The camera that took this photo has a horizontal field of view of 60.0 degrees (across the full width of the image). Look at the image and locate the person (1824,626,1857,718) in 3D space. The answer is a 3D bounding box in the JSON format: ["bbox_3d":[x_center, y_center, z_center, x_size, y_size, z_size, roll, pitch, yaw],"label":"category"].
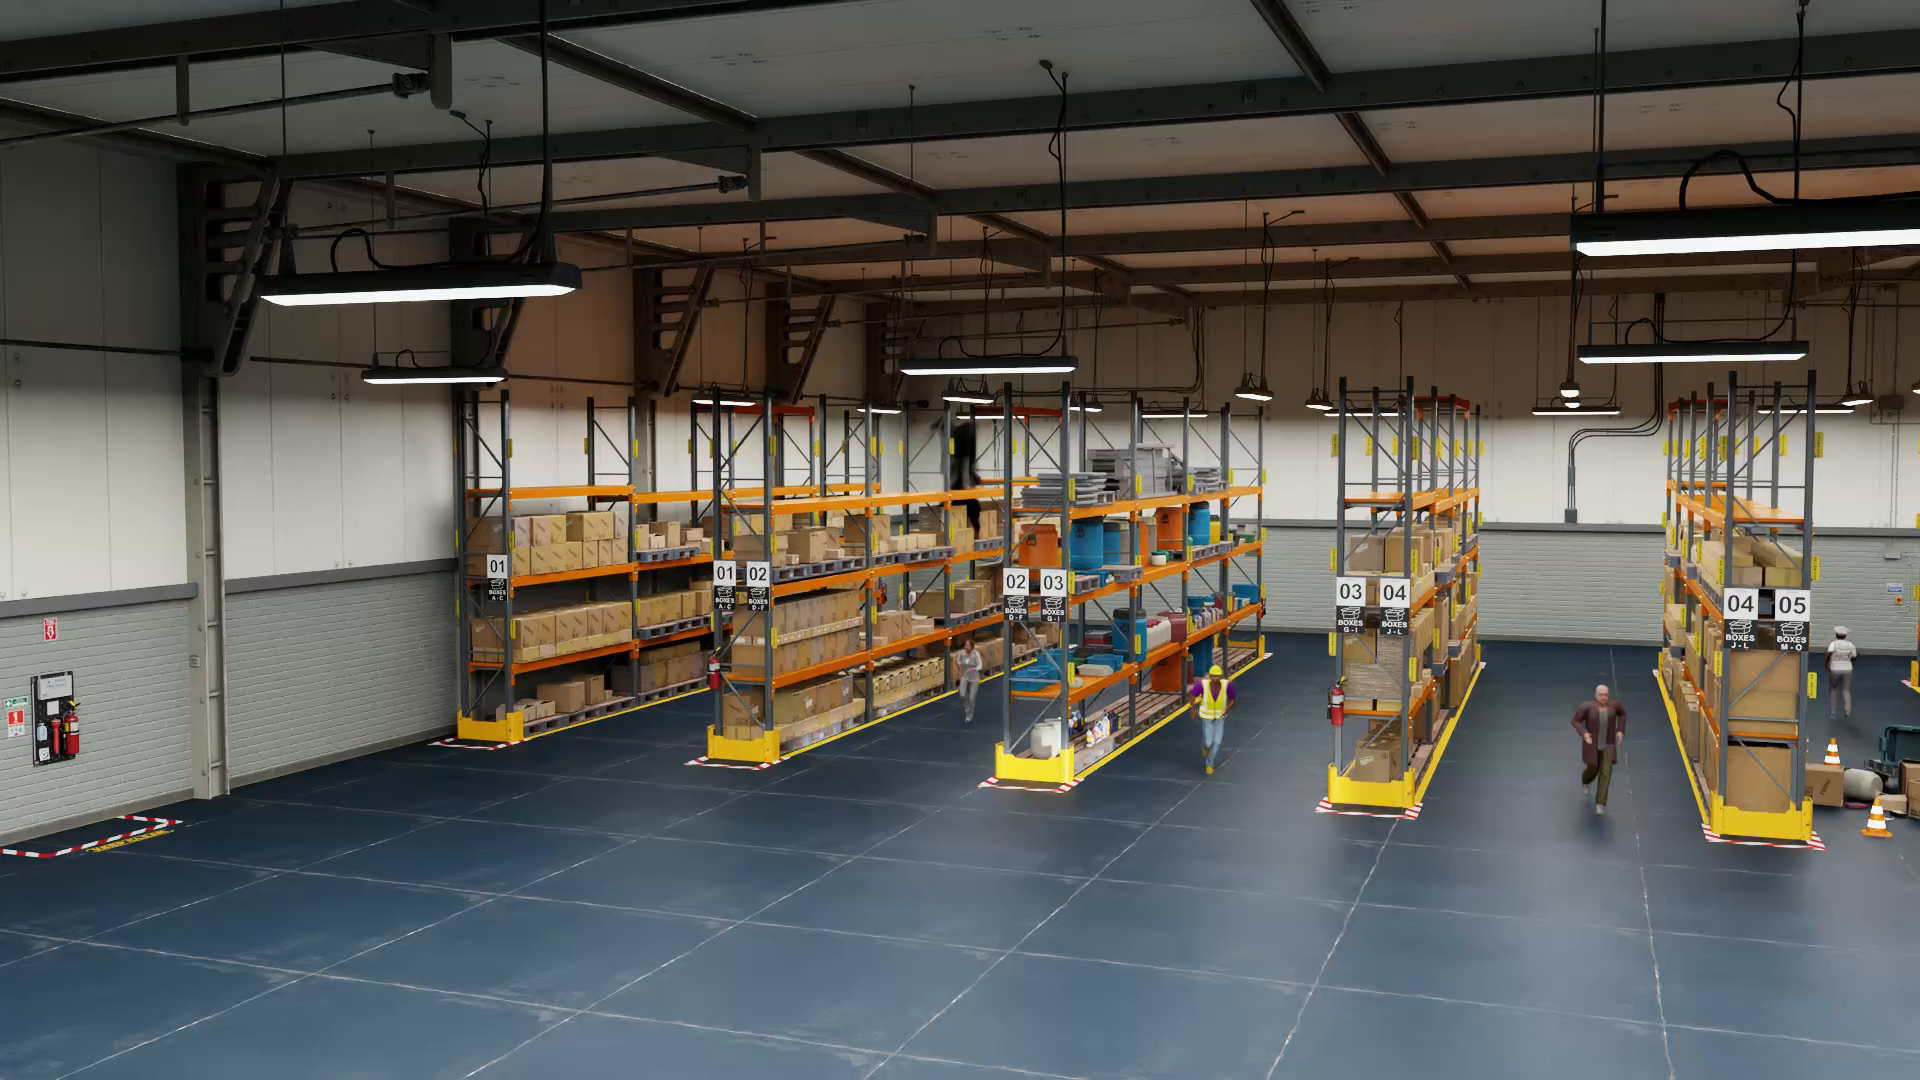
[{"bbox_3d":[16.236,2.482,30.674,0.589,1.770,0.758,1,3,15],"label":"person"}]

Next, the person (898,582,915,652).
[{"bbox_3d":[-1.297,1.896,41.316,0.584,1.722,0.802,0,3,8],"label":"person"}]

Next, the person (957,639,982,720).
[{"bbox_3d":[0.165,2.548,30.261,0.496,1.526,0.695,0,3,7],"label":"person"}]

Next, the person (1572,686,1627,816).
[{"bbox_3d":[8.851,2.855,23.030,0.744,1.738,1.148,0,3,8],"label":"person"}]

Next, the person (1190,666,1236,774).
[{"bbox_3d":[3.912,2.760,25.729,0.695,1.690,0.799,0,3,-3],"label":"person"}]
